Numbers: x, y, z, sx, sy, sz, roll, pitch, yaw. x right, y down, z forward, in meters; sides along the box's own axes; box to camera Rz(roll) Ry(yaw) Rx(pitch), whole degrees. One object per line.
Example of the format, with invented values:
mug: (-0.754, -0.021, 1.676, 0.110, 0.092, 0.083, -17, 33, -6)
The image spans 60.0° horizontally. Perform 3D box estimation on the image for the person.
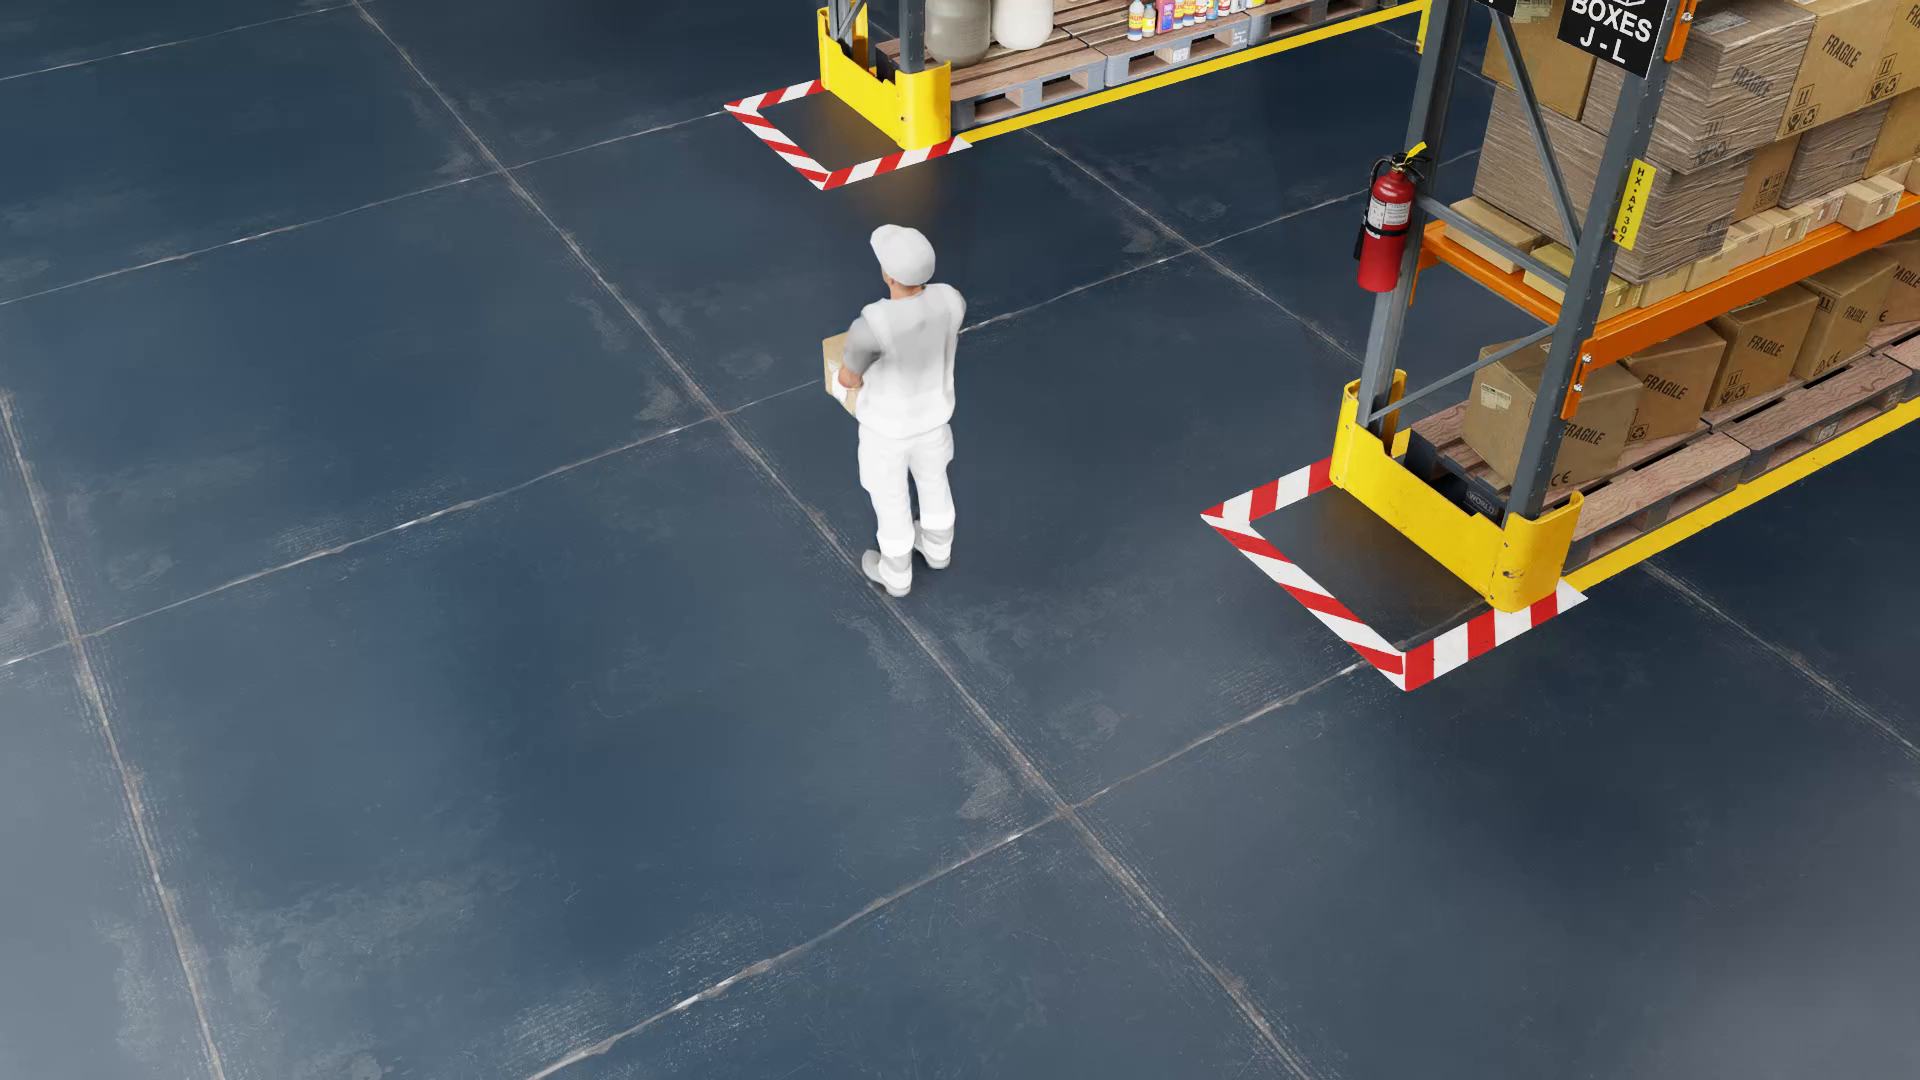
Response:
person: (-0.263, -0.543, 6.772, 0.522, 1.793, 0.538, -22, 45, -23)
